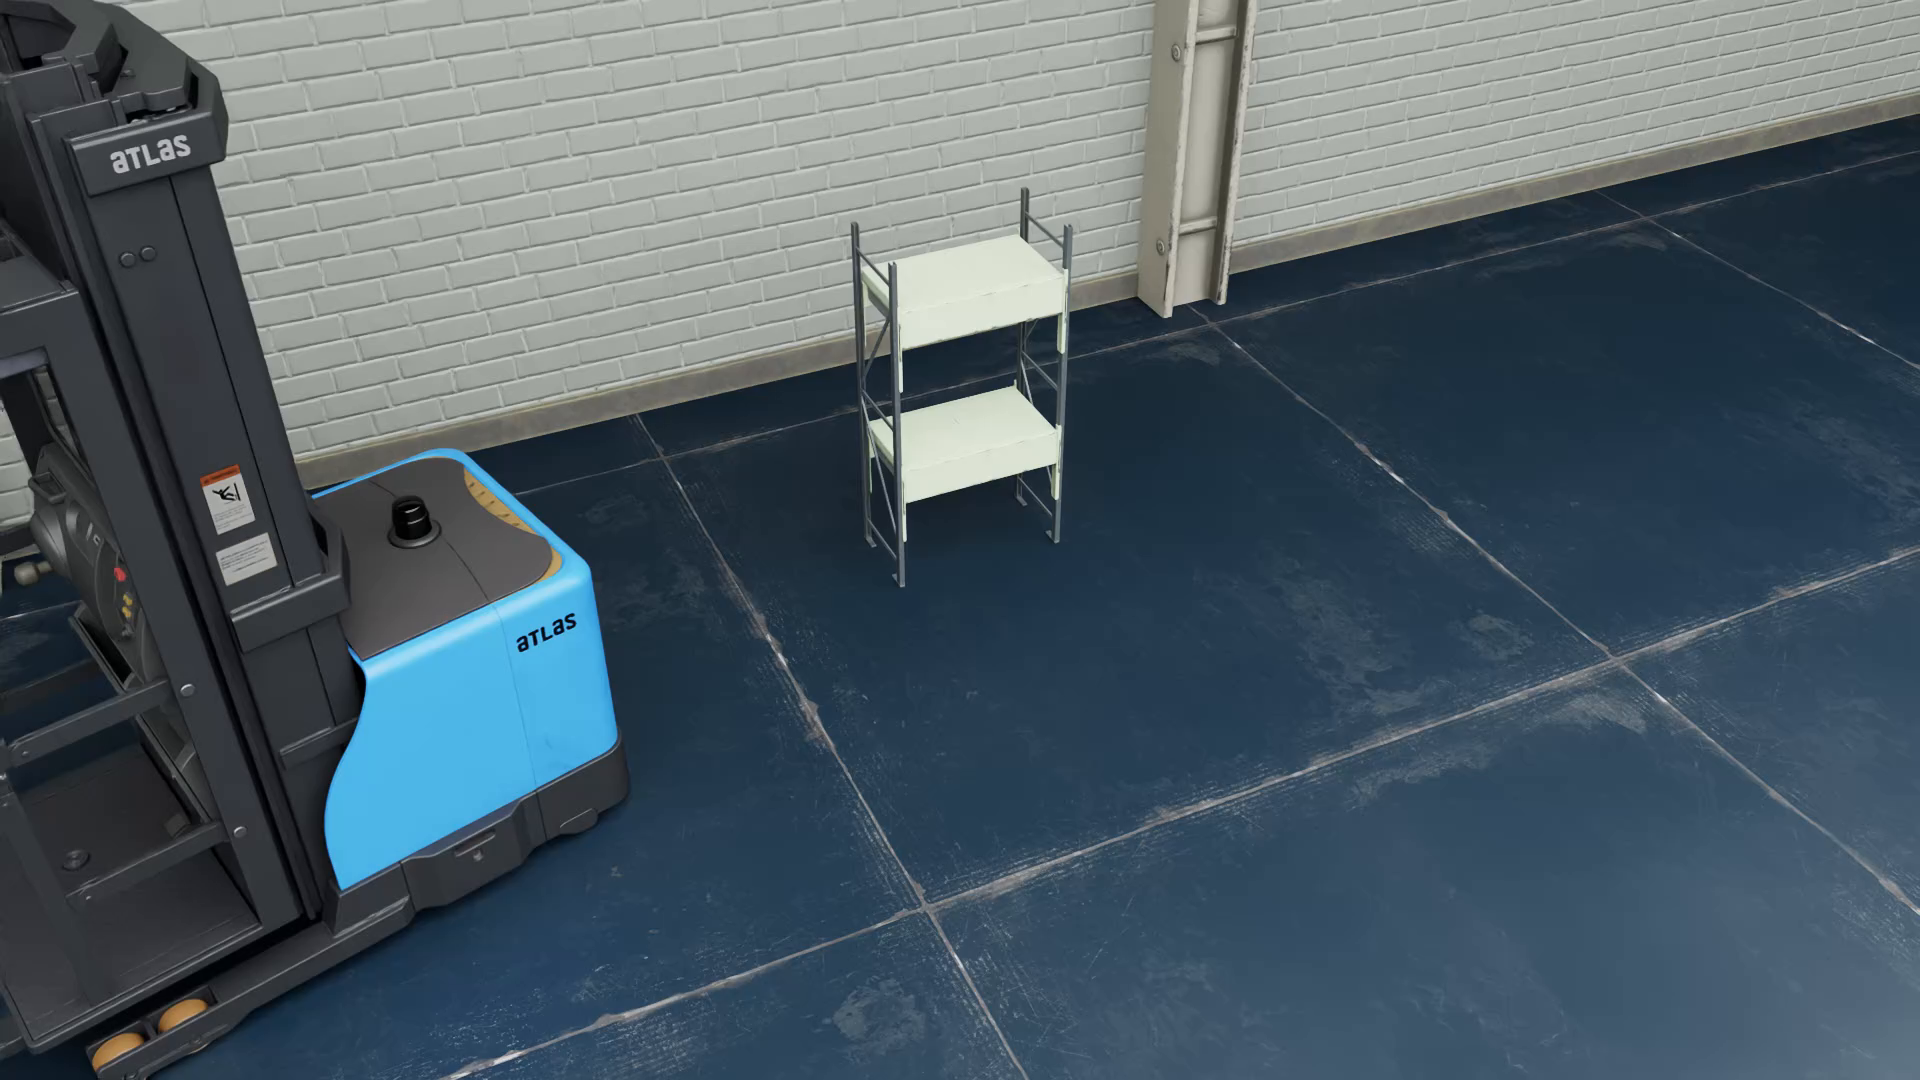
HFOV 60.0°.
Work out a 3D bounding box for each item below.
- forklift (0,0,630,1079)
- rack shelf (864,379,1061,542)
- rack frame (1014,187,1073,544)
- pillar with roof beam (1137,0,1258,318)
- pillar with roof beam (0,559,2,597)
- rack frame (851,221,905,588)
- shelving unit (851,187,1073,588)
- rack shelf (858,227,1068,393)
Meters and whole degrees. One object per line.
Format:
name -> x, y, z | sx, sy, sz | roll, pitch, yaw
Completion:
forklift -> -2.626, 0.122, 4.625 | 3.031, 2.935, 1.130 | -27, 44, -32
rack shelf -> 0.006, -0.342, 7.000 | 0.720, 0.370, 0.431 | -16, 39, -20
rack frame -> 0.337, -0.697, 6.930 | 0.023, 1.500, 0.400 | -16, 39, -20
pillar with roof beam -> 3.024, -2.605, 3.208 | 0.400, 9.000, 9.100 | -16, 39, -20
pillar with roof beam -> -2.408, -1.086, 1.161 | 0.400, 9.000, 9.100 | -16, 39, -20
rack frame -> -0.325, -0.511, 6.681 | 0.023, 1.500, 0.400 | -16, 39, -20
shelving unit -> 0.006, -0.604, 6.805 | 0.755, 1.500, 0.431 | -16, 39, -20
rack shelf -> 0.006, -0.918, 6.573 | 0.720, 0.370, 0.431 | -16, 39, -20
